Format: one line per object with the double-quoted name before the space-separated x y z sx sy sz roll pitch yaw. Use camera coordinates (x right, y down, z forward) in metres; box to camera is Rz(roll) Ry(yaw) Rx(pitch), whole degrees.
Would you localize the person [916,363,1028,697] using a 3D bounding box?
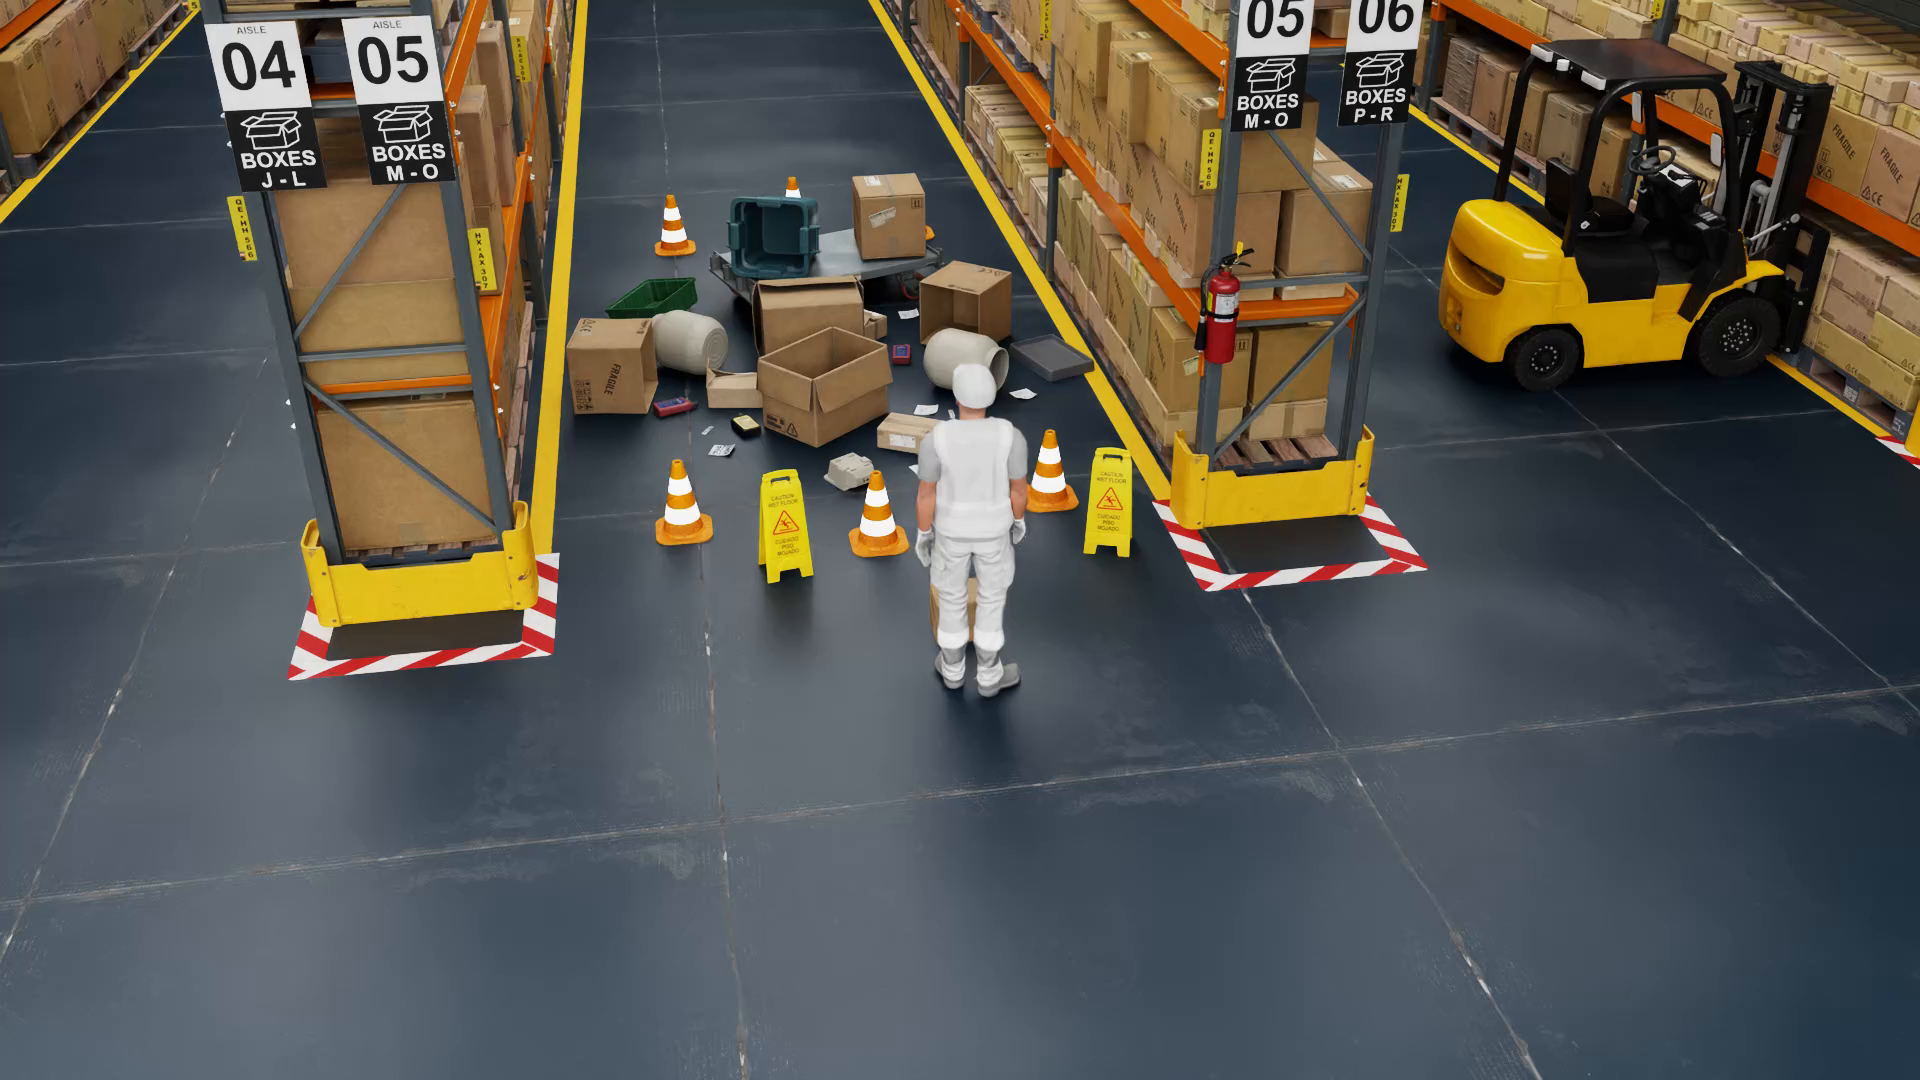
"person" 0.055 -0.057 8.169 0.549 1.790 0.399 -1 30 -2
